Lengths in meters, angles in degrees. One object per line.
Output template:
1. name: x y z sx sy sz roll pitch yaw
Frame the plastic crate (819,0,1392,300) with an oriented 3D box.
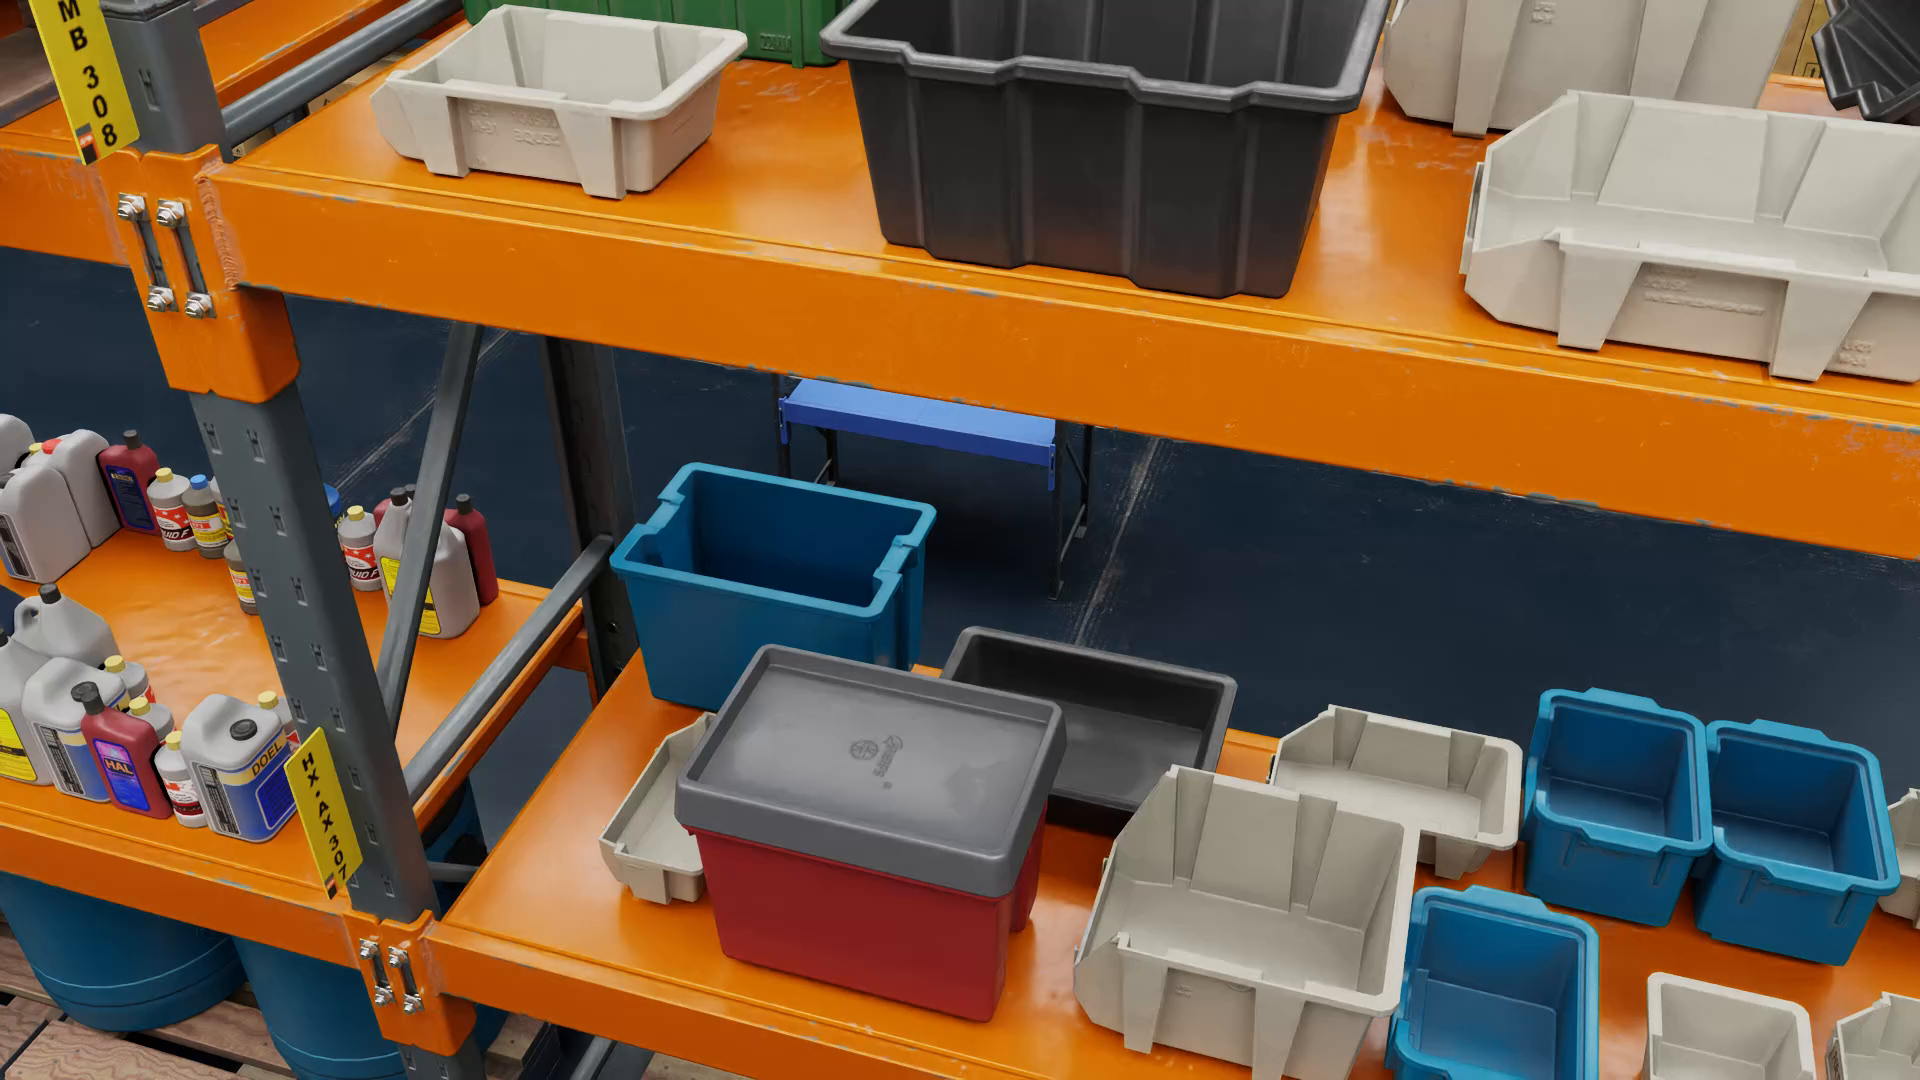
1. plastic crate: 0.183 -0.509 1.990 0.590 0.269 0.497 10 38 14

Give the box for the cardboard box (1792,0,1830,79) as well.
1. cardboard box: 3.373 -1.878 6.187 0.500 0.500 0.500 11 38 14

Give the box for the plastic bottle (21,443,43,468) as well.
1. plastic bottle: -2.235 -0.145 4.084 0.097 0.201 0.097 0 36 0

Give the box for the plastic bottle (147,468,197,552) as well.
1. plastic bottle: -1.886 -0.080 3.996 0.097 0.201 0.097 0 36 0

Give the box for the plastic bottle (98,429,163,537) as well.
1. plastic bottle: -1.991 -0.144 4.014 0.133 0.283 0.061 10 38 14

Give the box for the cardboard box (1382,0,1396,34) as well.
1. cardboard box: 1.932 -2.148 6.553 0.500 0.500 0.500 10 38 14

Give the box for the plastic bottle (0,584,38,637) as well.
1. plastic bottle: -2.029 0.200 3.489 0.185 0.351 0.144 10 38 14

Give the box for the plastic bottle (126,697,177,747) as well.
1. plastic bottle: -1.621 0.402 3.341 0.097 0.201 0.097 0 36 0

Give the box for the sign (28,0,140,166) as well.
1. sign: -1.086 -0.629 2.036 0.005 0.325 0.100 10 38 14

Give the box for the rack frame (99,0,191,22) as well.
1. rack frame: -0.921 -2.144 1.572 0.127 3.000 1.000 10 38 14

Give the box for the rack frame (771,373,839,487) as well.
1. rack frame: -0.567 -0.709 5.948 0.032 1.500 0.500 10 38 14

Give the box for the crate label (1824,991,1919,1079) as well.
1. crate label: 1.520 0.925 2.635 0.243 0.136 0.396 10 38 14

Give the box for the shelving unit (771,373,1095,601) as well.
1. shelving unit: -0.081 -0.619 5.826 1.048 1.500 0.538 10 38 14

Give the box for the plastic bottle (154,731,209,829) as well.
1. plastic bottle: -1.512 0.460 3.262 0.097 0.201 0.097 0 36 0

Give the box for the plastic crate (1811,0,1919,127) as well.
1. plastic crate: 1.521 -0.630 2.097 0.767 0.338 0.504 10 38 14

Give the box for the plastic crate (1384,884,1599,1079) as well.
1. plastic crate: 0.861 0.804 2.717 0.300 0.233 0.416 10 38 14

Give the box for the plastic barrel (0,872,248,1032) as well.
1. plastic barrel: -2.111 0.717 4.161 0.708 0.901 0.600 10 38 14

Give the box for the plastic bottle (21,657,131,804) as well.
1. plastic bottle: -1.742 0.371 3.321 0.135 0.276 0.152 10 38 14

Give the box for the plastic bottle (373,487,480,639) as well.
1. plastic bottle: -1.199 0.039 3.708 0.185 0.351 0.144 10 38 14

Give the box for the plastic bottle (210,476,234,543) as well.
1. plastic bottle: -1.701 -0.074 3.929 0.097 0.271 0.097 0 36 0

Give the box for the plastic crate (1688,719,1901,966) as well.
1. plastic crate: 1.503 0.560 3.050 0.300 0.233 0.416 10 38 14

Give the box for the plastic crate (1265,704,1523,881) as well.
1. plastic crate: 0.831 0.492 3.223 0.466 0.136 0.293 10 38 14

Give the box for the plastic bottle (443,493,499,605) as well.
1. plastic bottle: -1.143 0.013 3.801 0.133 0.283 0.061 10 38 14

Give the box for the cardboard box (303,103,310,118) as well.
1. cardboard box: -3.670 -2.557 9.160 0.500 0.250 0.500 10 38 14

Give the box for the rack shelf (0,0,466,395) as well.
1. rack shelf: -2.830 -1.000 3.154 4.000 0.370 1.077 10 38 14

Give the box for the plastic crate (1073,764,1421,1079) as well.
1. plastic crate: 0.482 0.670 2.859 0.530 0.282 0.437 10 38 14

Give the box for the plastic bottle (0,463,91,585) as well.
1. plastic bottle: -2.178 -0.053 3.896 0.135 0.276 0.152 10 38 14

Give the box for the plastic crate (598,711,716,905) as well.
1. plastic crate: -0.519 0.517 3.189 0.243 0.136 0.396 10 38 14

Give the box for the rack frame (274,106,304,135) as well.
1. rack frame: -3.258 -3.237 8.117 0.127 3.000 1.000 10 38 14

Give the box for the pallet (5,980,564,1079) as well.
1. pallet: -1.645 1.235 4.394 1.213 0.211 1.003 10 38 14

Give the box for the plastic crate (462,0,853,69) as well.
1. plastic crate: -0.426 -0.947 2.654 0.662 0.188 0.450 10 38 14

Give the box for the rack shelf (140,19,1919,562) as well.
1. rack shelf: 0.988 -0.293 2.194 4.000 0.370 1.077 10 38 14

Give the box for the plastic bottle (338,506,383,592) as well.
1. plastic bottle: -1.386 0.012 3.871 0.097 0.201 0.097 0 36 0

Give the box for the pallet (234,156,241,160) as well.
1. pallet: -4.032 -2.281 9.172 1.213 0.211 1.003 10 38 14
